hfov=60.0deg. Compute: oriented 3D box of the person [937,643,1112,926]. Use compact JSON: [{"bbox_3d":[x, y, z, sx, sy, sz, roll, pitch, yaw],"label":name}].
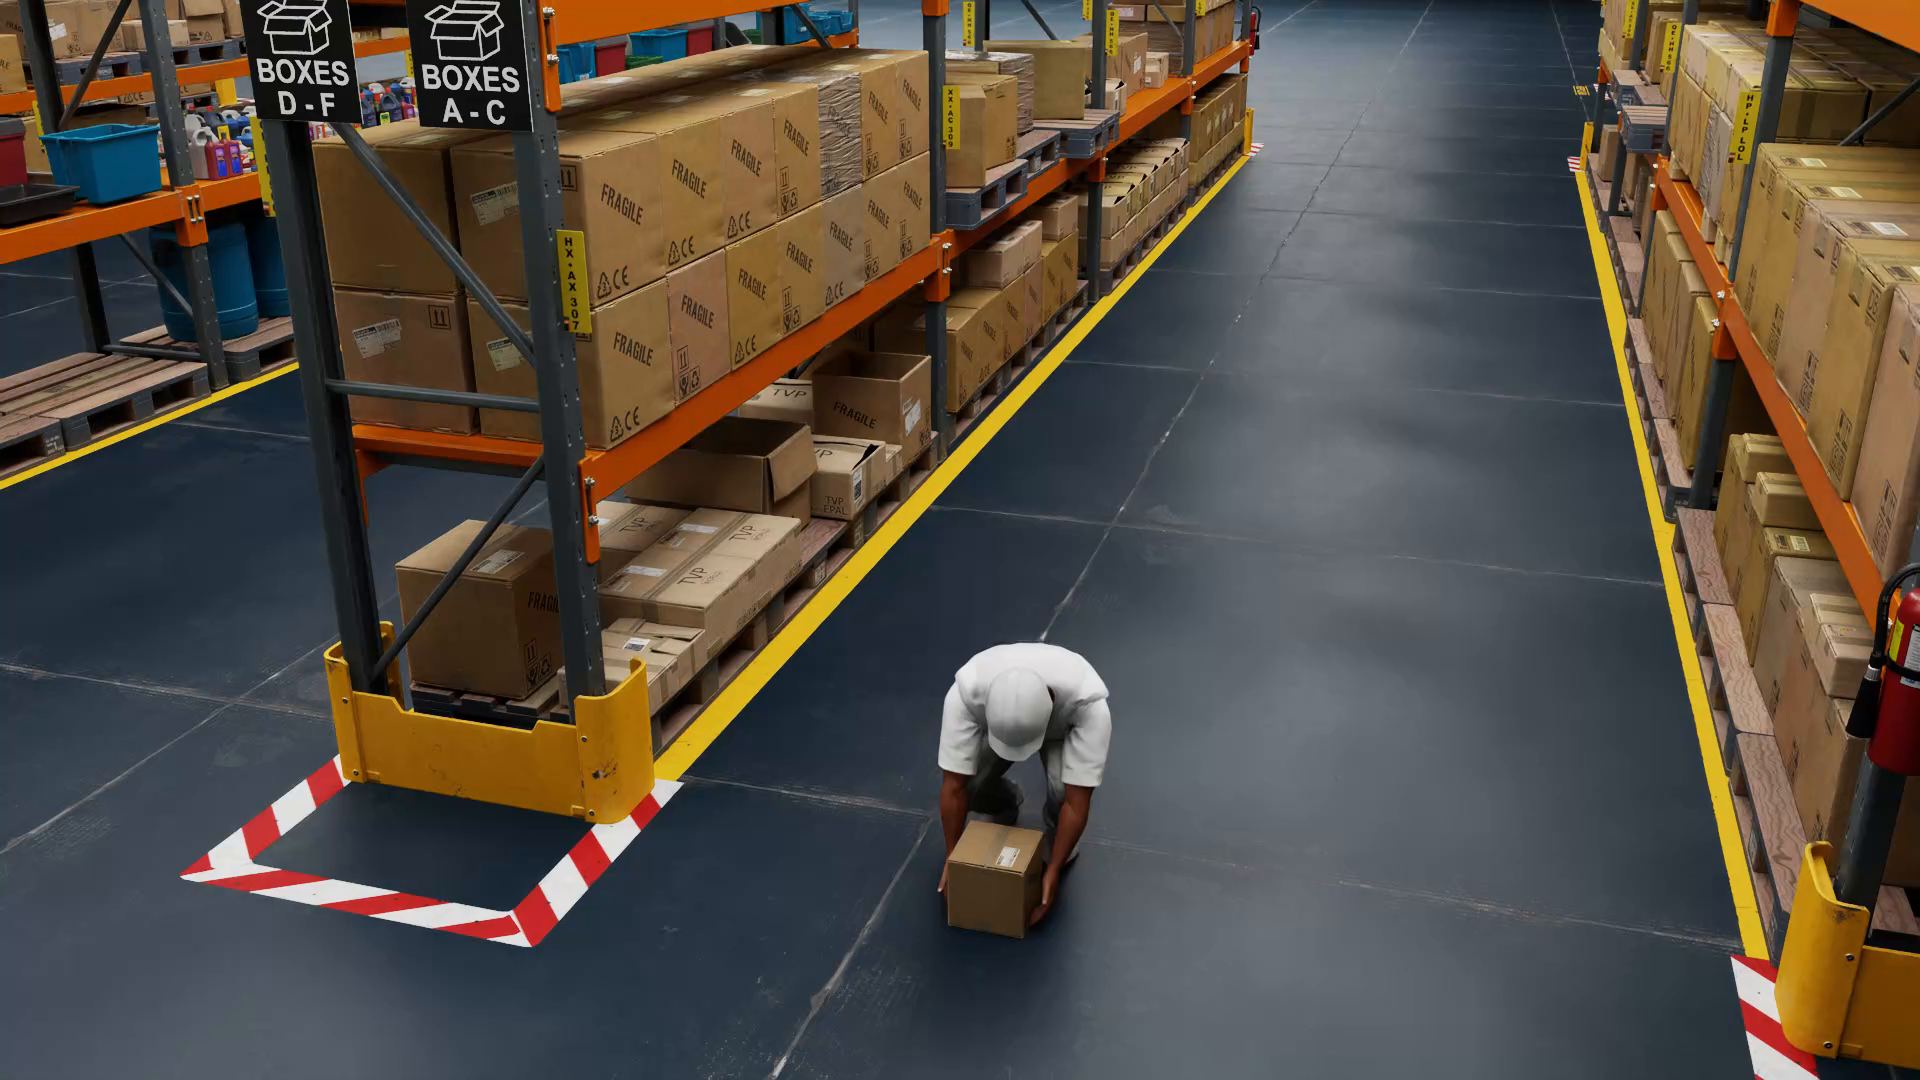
[{"bbox_3d":[0.244,0.687,5.544,0.562,0.887,0.897,6,23,16],"label":"person"}]
